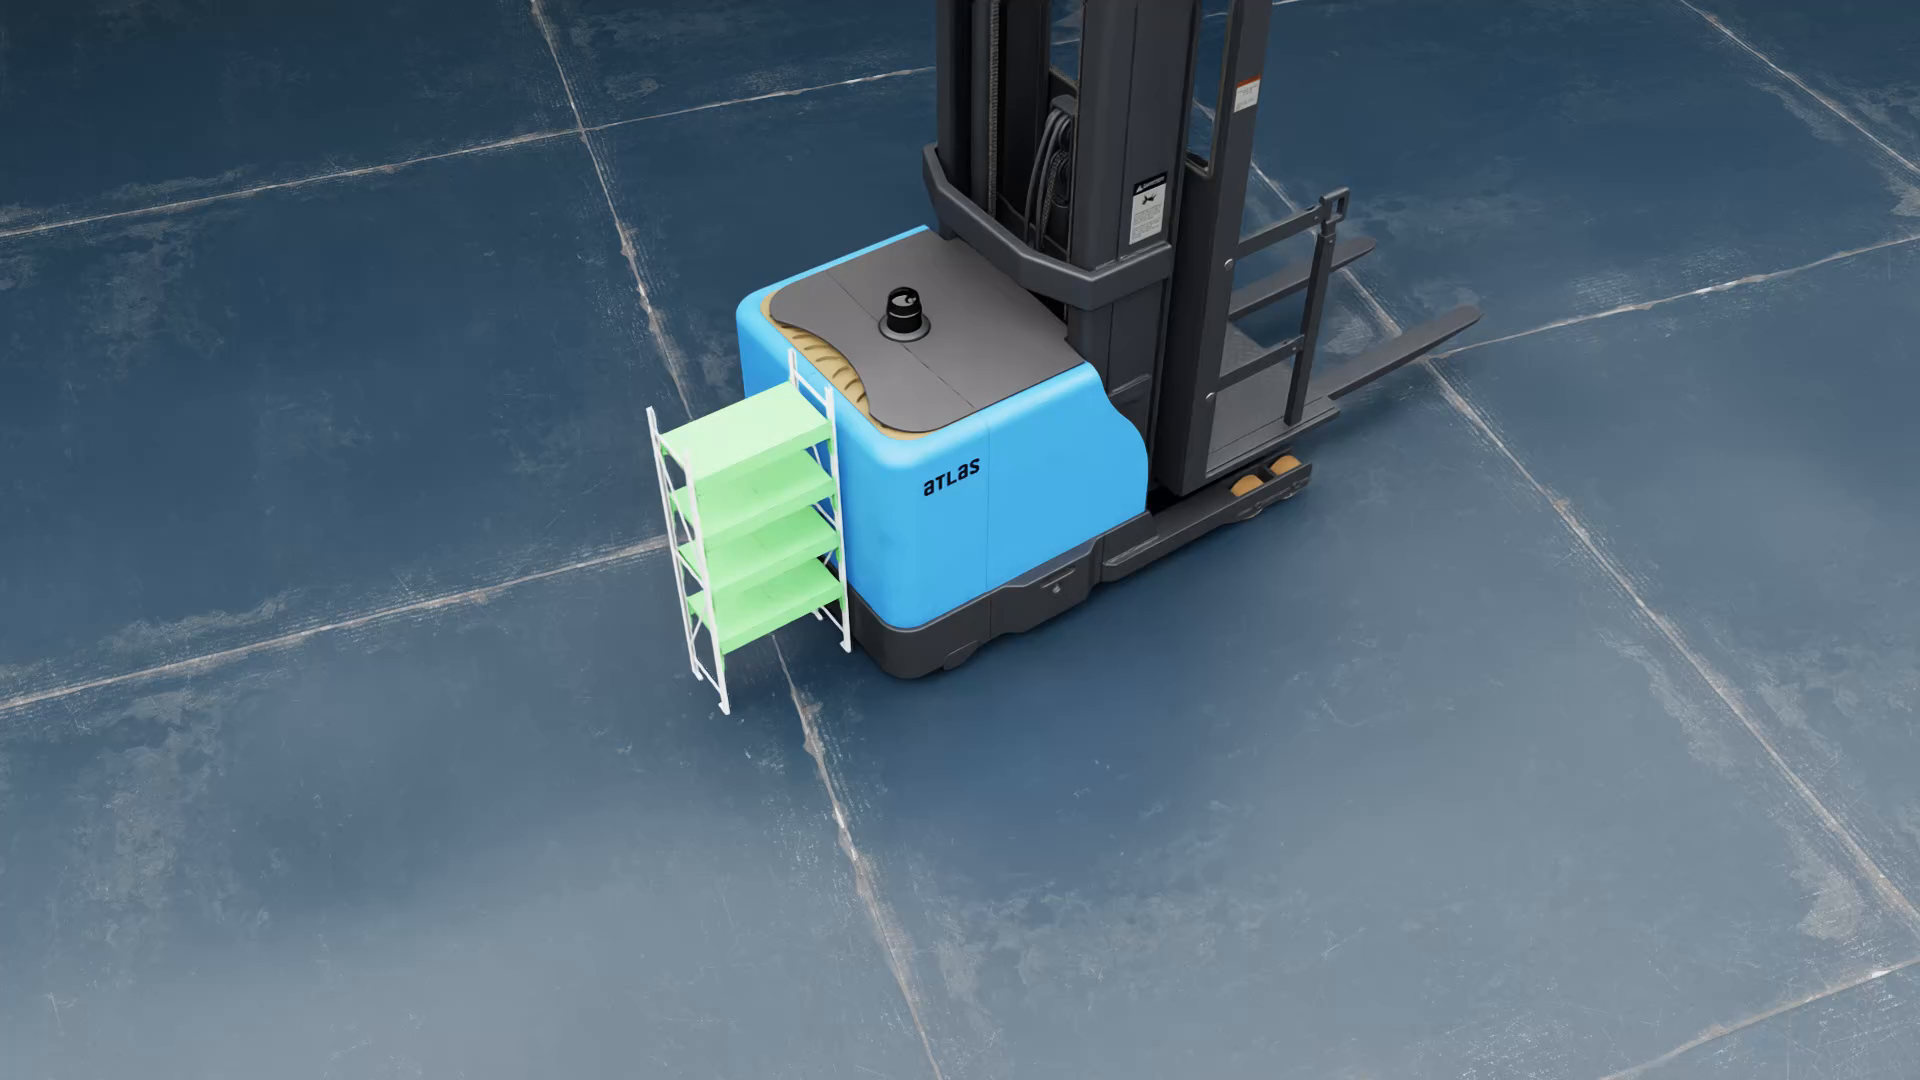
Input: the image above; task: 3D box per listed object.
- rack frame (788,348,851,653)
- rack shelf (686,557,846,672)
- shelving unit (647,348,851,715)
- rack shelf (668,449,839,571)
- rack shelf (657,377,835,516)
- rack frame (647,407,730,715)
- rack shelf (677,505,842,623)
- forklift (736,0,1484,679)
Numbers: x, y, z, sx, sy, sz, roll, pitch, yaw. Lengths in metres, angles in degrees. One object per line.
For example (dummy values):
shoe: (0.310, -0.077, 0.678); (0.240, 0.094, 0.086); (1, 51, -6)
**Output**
rack frame: (-0.458, -0.098, 5.500); (0.015, 1.200, 0.240); (-26, 51, -24)
rack shelf: (-0.658, 0.216, 5.617); (0.480, 0.148, 0.258); (-26, 51, -24)
shelving unit: (-0.658, 0.001, 5.402); (0.503, 1.200, 0.258); (-26, 51, -24)
rack shelf: (-0.658, -0.123, 5.277); (0.480, 0.148, 0.258); (-26, 51, -24)
rack shelf: (-0.658, -0.292, 5.107); (0.480, 0.148, 0.258); (-26, 51, -24)
rack frame: (-0.858, 0.100, 5.303); (0.015, 1.200, 0.240); (-26, 51, -24)
rack shelf: (-0.658, 0.046, 5.447); (0.480, 0.148, 0.258); (-26, 51, -24)
forklift: (0.735, -1.399, 5.575); (3.031, 2.935, 1.130); (-26, 51, -24)
